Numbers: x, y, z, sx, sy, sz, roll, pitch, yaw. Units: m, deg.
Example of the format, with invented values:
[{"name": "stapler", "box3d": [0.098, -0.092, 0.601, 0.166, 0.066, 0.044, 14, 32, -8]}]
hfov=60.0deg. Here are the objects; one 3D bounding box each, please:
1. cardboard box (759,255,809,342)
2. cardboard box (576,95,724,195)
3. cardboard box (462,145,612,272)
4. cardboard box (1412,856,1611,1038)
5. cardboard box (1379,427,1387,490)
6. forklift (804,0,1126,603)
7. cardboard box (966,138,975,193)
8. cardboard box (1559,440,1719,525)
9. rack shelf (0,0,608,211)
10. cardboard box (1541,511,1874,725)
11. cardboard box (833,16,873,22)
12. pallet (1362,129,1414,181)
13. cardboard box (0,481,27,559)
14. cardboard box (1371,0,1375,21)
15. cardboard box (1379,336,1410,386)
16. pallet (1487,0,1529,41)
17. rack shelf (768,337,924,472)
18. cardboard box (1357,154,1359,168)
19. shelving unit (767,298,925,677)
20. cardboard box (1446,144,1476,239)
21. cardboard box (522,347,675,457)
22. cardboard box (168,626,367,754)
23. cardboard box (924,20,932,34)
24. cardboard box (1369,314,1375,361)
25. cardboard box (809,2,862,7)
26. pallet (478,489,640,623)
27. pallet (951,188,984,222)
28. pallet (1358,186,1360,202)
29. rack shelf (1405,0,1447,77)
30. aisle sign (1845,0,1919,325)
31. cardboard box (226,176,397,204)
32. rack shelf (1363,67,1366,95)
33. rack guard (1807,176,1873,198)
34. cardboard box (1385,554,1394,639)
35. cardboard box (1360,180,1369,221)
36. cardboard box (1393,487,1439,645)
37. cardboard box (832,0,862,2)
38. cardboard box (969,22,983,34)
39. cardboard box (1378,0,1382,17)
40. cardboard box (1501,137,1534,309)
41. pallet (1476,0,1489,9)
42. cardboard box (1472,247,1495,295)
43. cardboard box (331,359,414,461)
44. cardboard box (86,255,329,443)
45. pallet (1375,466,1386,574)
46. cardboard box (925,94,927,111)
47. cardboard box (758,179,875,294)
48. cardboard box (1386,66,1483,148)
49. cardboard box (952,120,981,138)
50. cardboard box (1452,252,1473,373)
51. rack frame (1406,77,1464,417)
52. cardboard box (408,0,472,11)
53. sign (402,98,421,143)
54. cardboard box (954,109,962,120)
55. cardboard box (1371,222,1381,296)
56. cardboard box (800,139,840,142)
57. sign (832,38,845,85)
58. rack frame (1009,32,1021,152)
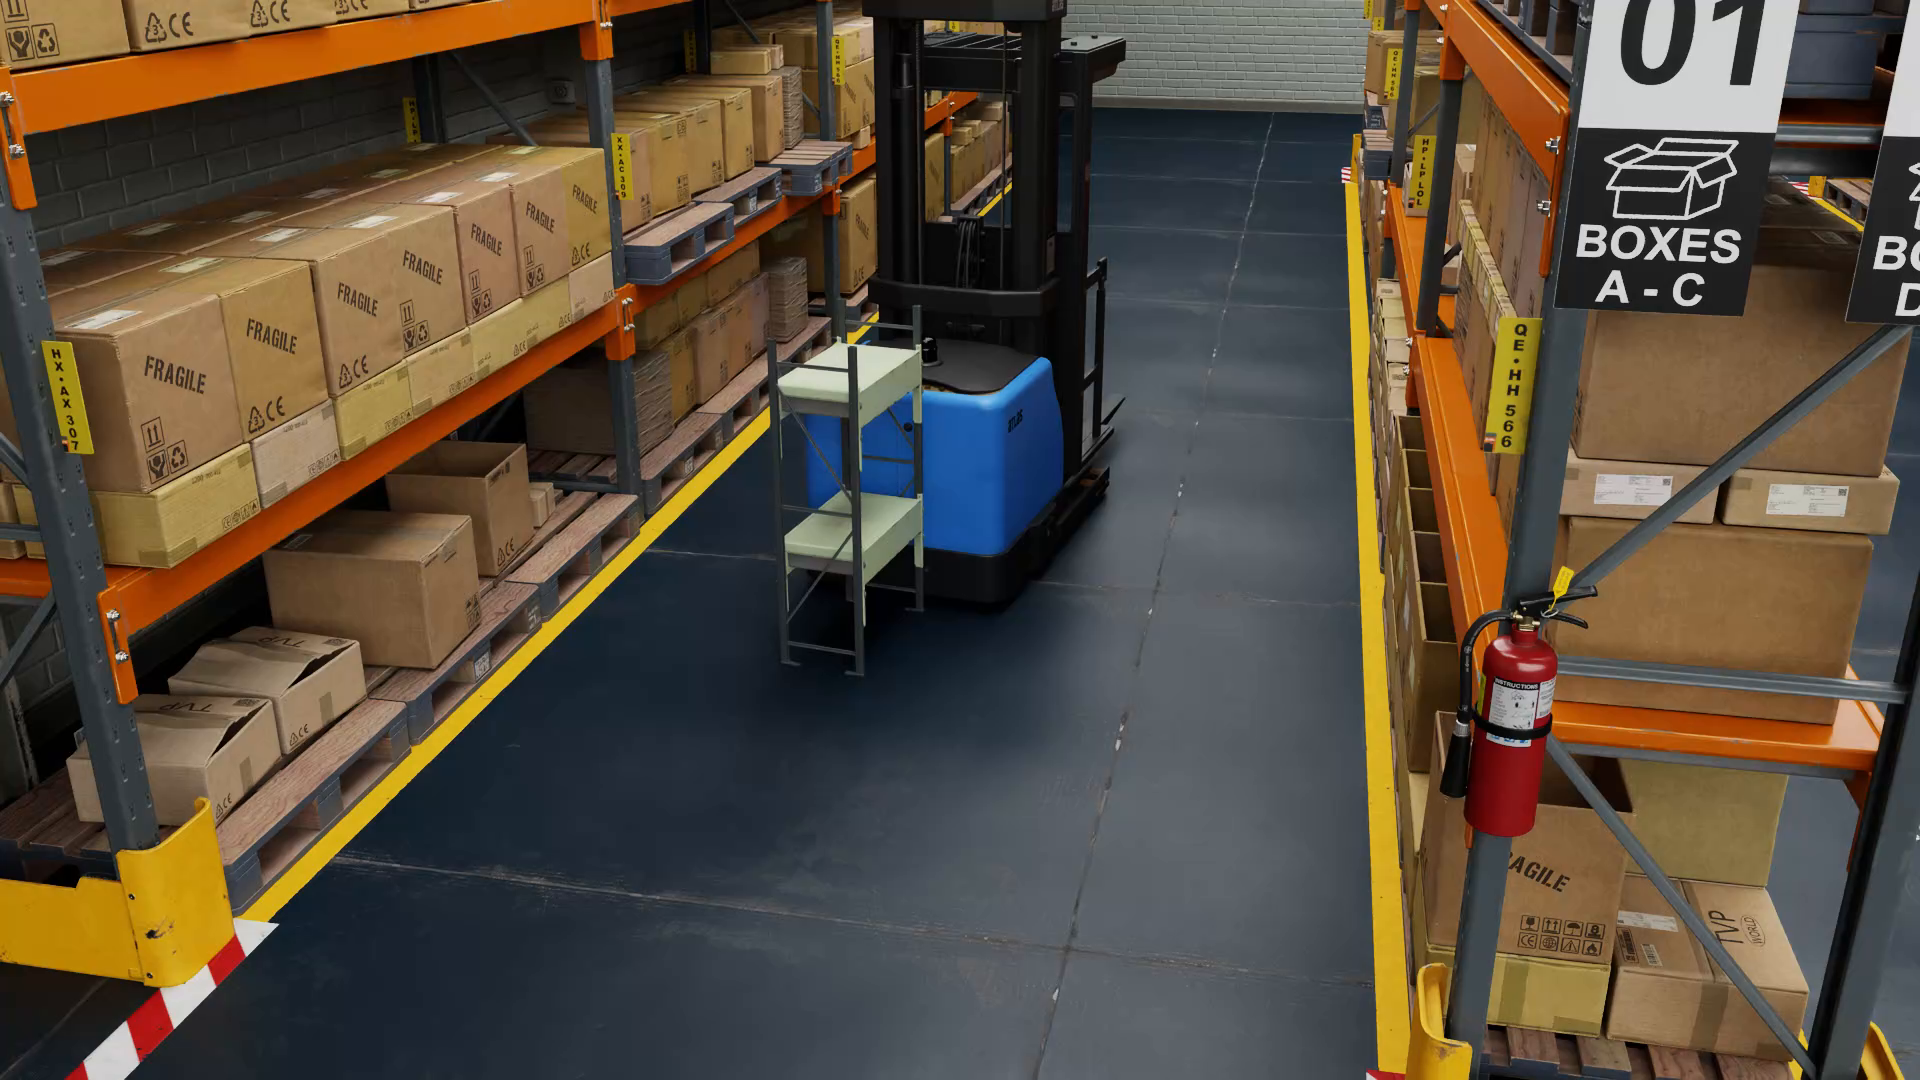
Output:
[{"name": "cardboard box", "box3d": [-1.502, -1.741, 11.918, 0.700, 0.500, 0.500, 5, 22, 12]}, {"name": "cardboard box", "box3d": [-1.861, -2.382, 10.030, 0.700, 0.500, 0.500, 8, 23, 18]}, {"name": "cardboard box", "box3d": [-2.016, -1.592, 7.961, 0.500, 0.500, 0.500, 4, 22, 11]}, {"name": "cardboard box", "box3d": [1.632, 1.200, 4.977, 0.500, 0.250, 0.500, 4, 22, 11]}, {"name": "cardboard box", "box3d": [2.533, -0.403, 8.956, 0.500, 0.250, 0.500, 4, 22, 10]}, {"name": "forklift", "box3d": [0.213, -1.581, 8.855, 1.130, 2.935, 3.031, 8, 23, 18]}, {"name": "cardboard box", "box3d": [-0.231, -3.911, 17.333, 0.700, 0.500, 0.500, 4, 22, 10]}, {"name": "cardboard box", "box3d": [1.703, -0.163, 4.242, 0.380, 0.149, 0.250, 4, 22, 10]}, {"name": "rack shelf", "box3d": [-2.631, -1.827, 6.323, 1.077, 0.370, 4.000, 4, 22, 11]}, {"name": "cardboard box", "box3d": [1.919, 0.122, 4.401, 0.700, 0.500, 0.500, 4, 22, 11]}, {"name": "cardboard box", "box3d": [-0.854, -4.031, 13.286, 0.500, 0.250, 0.500, 5, 22, 11]}, {"name": "pallet", "box3d": [3.513, -2.752, 11.928, 1.213, 0.211, 1.003, 4, 22, 11]}, {"name": "cardboard box", "box3d": [-3.133, -0.163, 5.418, 0.500, 0.250, 0.500, 5, 22, 12]}, {"name": "cardboard box", "box3d": [4.728, -5.881, 17.969, 0.500, 0.500, 0.500, 5, 23, 13]}, {"name": "cardboard box", "box3d": [2.740, -1.031, 9.765, 0.500, 0.311, 0.500, 4, 22, 10]}, {"name": "pallet", "box3d": [2.228, -1.716, 5.203, 1.003, 0.211, 1.213, 4, 22, 11]}, {"name": "rack shelf", "box3d": [-0.489, -0.609, 7.314, 0.431, 0.370, 0.720, 8, 23, 18]}, {"name": "cardboard box", "box3d": [4.603, -4.185, 18.433, 0.380, 0.166, 0.250, 4, 22, 11]}, {"name": "shelving unit", "box3d": [-0.489, -0.247, 7.460, 0.431, 1.500, 0.755, 8, 23, 18]}, {"name": "cardboard box", "box3d": [3.117, -2.019, 9.718, 0.500, 0.500, 0.500, 3, 22, 8]}, {"name": "cardboard box", "box3d": [-2.089, -0.816, 9.621, 0.700, 0.500, 0.500, 5, 23, 13]}, {"name": "cardboard box", "box3d": [-2.693, 0.551, 6.482, 0.500, 0.311, 0.500, 6, 23, 15]}, {"name": "cardboard box", "box3d": [-0.549, -4.592, 14.677, 0.500, 0.250, 0.500, 5, 22, 12]}, {"name": "cardboard box", "box3d": [3.049, -1.338, 11.278, 0.500, 0.250, 0.500, 4, 22, 11]}, {"name": "cardboard box", "box3d": [-1.039, -4.628, 14.767, 0.500, 0.250, 0.500, 5, 22, 12]}, {"name": "pallet", "box3d": [-2.325, 0.041, 8.469, 1.003, 0.211, 1.213, 4, 22, 11]}, {"name": "pallet", "box3d": [-0.358, -3.405, 17.026, 1.003, 0.211, 1.213, 4, 22, 11]}, {"name": "pallet", "box3d": [4.899, -3.900, 18.256, 1.003, 0.211, 1.213, 4, 22, 11]}, {"name": "rack shelf", "box3d": [3.036, -2.914, 9.021, 1.077, 0.370, 4.000, 4, 22, 11]}, {"name": "aisle sign", "box3d": [2.098, -0.820, 3.395, 0.394, 0.787, 0.004, 4, 22, 11]}, {"name": "cardboard box", "box3d": [-2.739, -1.262, 7.141, 0.500, 0.500, 0.500, 5, 22, 12]}, {"name": "rack shelf", "box3d": [4.668, -4.448, 16.846, 1.077, 0.370, 4.000, 4, 22, 11]}, {"name": "rack guard", "box3d": [9.917, -3.985, 18.078, 1.175, 0.500, 0.348, 4, 22, 11]}, {"name": "cardboard box", "box3d": [2.129, 0.285, 7.249, 0.500, 0.250, 0.500, 4, 22, 11]}, {"name": "cardboard box", "box3d": [4.099, -3.325, 15.851, 0.500, 0.500, 0.500, 4, 22, 11]}, {"name": "cardboard box", "box3d": [2.023, 0.120, 6.656, 0.500, 0.500, 0.500, 4, 22, 11]}, {"name": "cardboard box", "box3d": [-0.939, -4.820, 15.243, 0.500, 0.250, 0.500, 5, 23, 13]}, {"name": "cardboard box", "box3d": [-0.309, -5.029, 16.925, 0.980, 0.700, 0.700, 4, 22, 10]}, {"name": "cardboard box", "box3d": [4.212, -4.953, 15.664, 0.500, 0.500, 0.500, 4, 22, 10]}, {"name": "cardboard box", "box3d": [2.236, -1.059, 5.598, 0.700, 0.500, 0.500, 4, 22, 11]}, {"name": "pallet", "box3d": [2.479, -2.161, 6.307, 1.003, 0.211, 1.213, 4, 22, 11]}, {"name": "cardboard box", "box3d": [2.176, -1.015, 6.356, 0.380, 0.149, 0.250, 4, 22, 9]}, {"name": "cardboard box", "box3d": [-2.427, -0.509, 6.276, 0.500, 0.250, 0.500, 4, 22, 10]}, {"name": "cardboard box", "box3d": [-2.537, -0.657, 5.640, 0.500, 0.500, 0.500, 5, 22, 11]}, {"name": "pallet", "box3d": [2.740, -0.104, 8.828, 1.003, 0.211, 1.213, 4, 22, 11]}, {"name": "cardboard box", "box3d": [-0.504, -3.888, 14.801, 0.380, 0.149, 0.250, 4, 22, 11]}, {"name": "cardboard box", "box3d": [-1.128, -2.420, 13.163, 0.750, 0.750, 0.750, 4, 22, 10]}, {"name": "cardboard box", "box3d": [3.462, -3.068, 11.759, 0.700, 0.500, 0.500, -3, 22, -7]}, {"name": "cardboard box", "box3d": [0.018, -4.331, 17.507, 0.380, 0.149, 0.250, 4, 22, 9]}, {"name": "cardboard box", "box3d": [2.543, -1.008, 7.208, 0.700, 0.500, 0.500, 4, 22, 10]}, {"name": "rack frame", "box3d": [2.628, -1.125, 7.631, 1.000, 3.000, 0.127, 4, 22, 11]}, {"name": "cardboard box", "box3d": [-2.275, -2.355, 6.510, 0.500, 0.500, 0.500, 4, 22, 9]}, {"name": "sign", "box3d": [-2.767, -2.079, 8.450, 0.100, 0.325, 0.005, 4, 22, 11]}, {"name": "cardboard box", "box3d": [-0.194, -4.653, 18.308, 0.380, 0.149, 0.250, 5, 22, 12]}, {"name": "cardboard box", "box3d": [3.511, -2.181, 13.011, 0.500, 0.500, 0.500, 4, 22, 9]}, {"name": "cardboard box", "box3d": [-1.112, -2.959, 12.496, 0.380, 0.149, 0.250, 4, 22, 10]}, {"name": "sign", "box3d": [-0.873, -3.426, 11.902, 0.100, 0.325, 0.005, 4, 22, 11]}, {"name": "rack frame", "box3d": [0.226, -5.890, 19.462, 1.000, 3.000, 0.127, 4, 22, 11]}]
